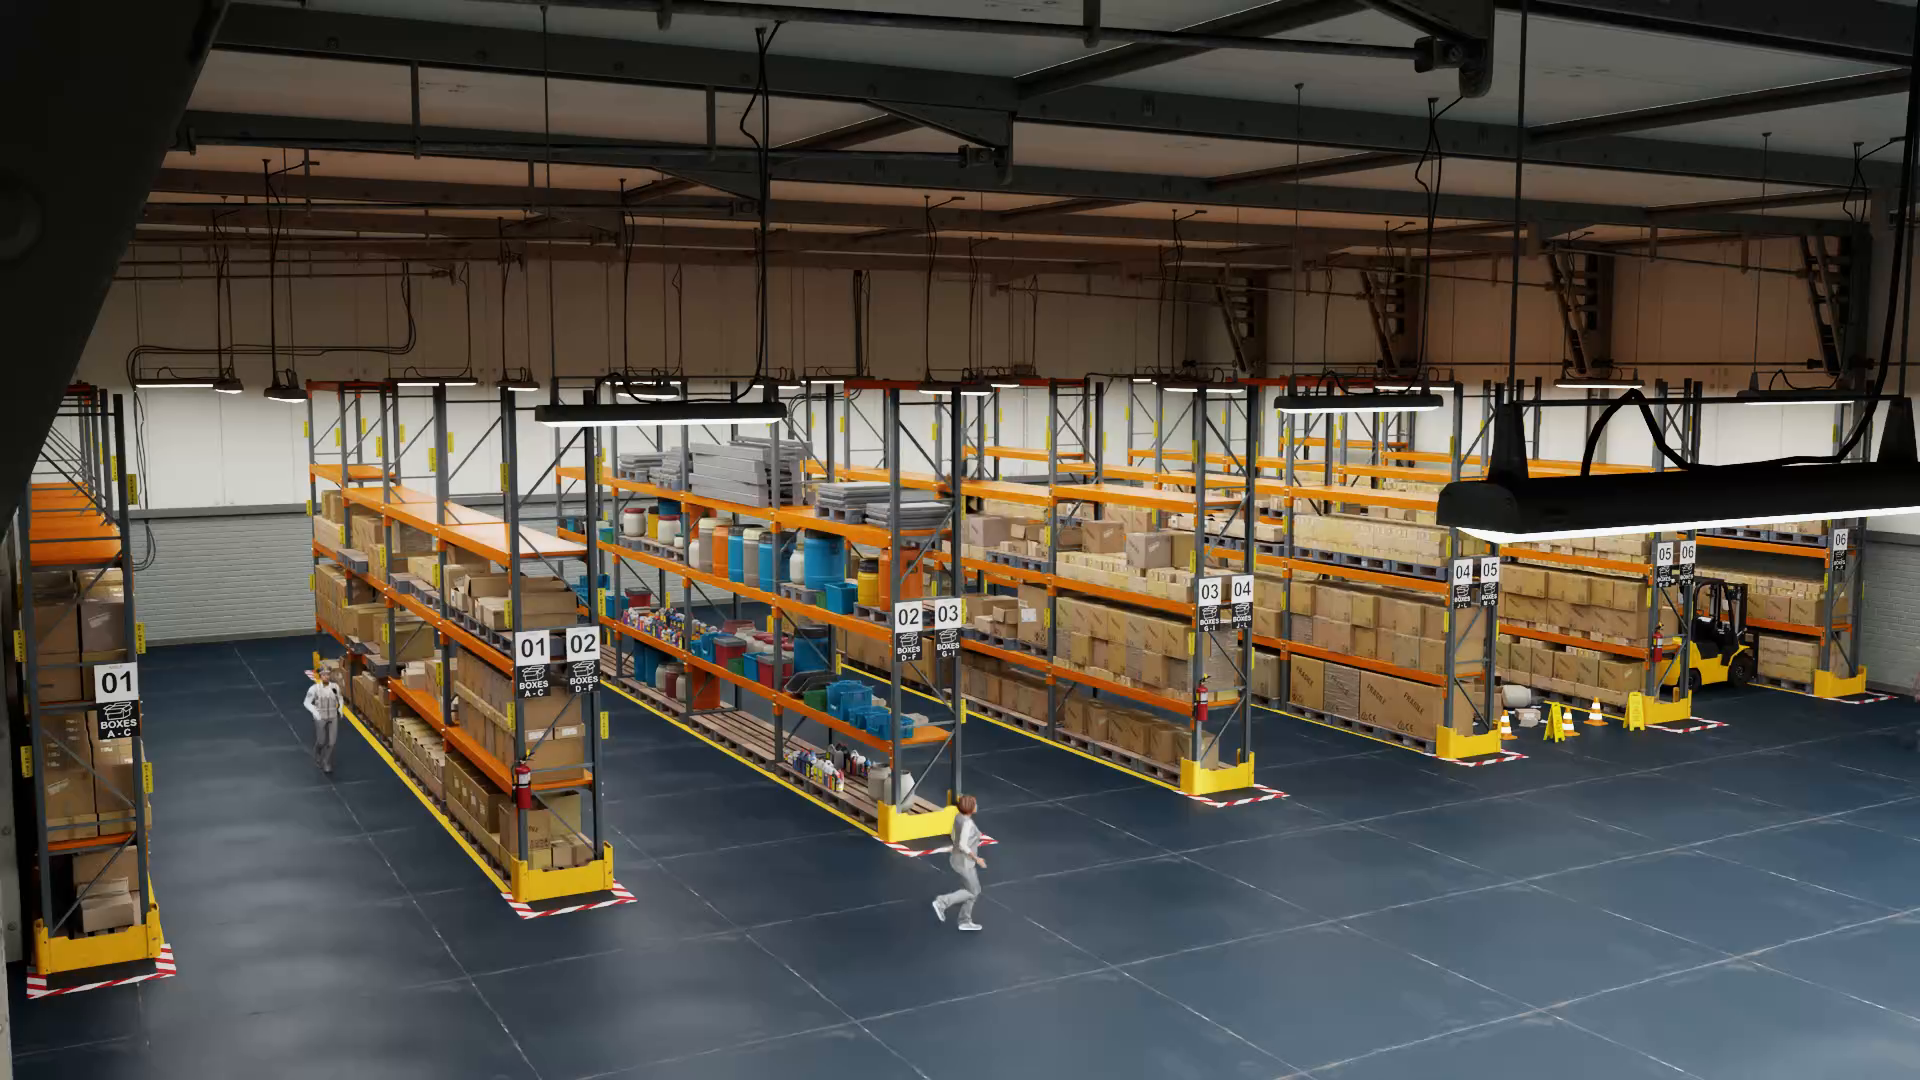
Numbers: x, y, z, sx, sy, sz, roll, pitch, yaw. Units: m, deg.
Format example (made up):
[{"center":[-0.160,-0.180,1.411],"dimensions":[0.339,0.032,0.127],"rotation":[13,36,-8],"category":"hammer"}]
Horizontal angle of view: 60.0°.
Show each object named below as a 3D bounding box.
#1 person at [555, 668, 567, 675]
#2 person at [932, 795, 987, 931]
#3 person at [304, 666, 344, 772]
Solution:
[{"center":[-7.508,2.185,31.083],"dimensions":[0.573,1.653,0.846],"rotation":[-2,7,-22],"category":"person"},{"center":[-0.034,3.604,18.509],"dimensions":[0.598,1.554,0.522],"rotation":[-1,6,-12],"category":"person"},{"center":[-9.865,2.761,25.868],"dimensions":[0.601,1.652,0.543],"rotation":[-4,8,-36],"category":"person"}]
